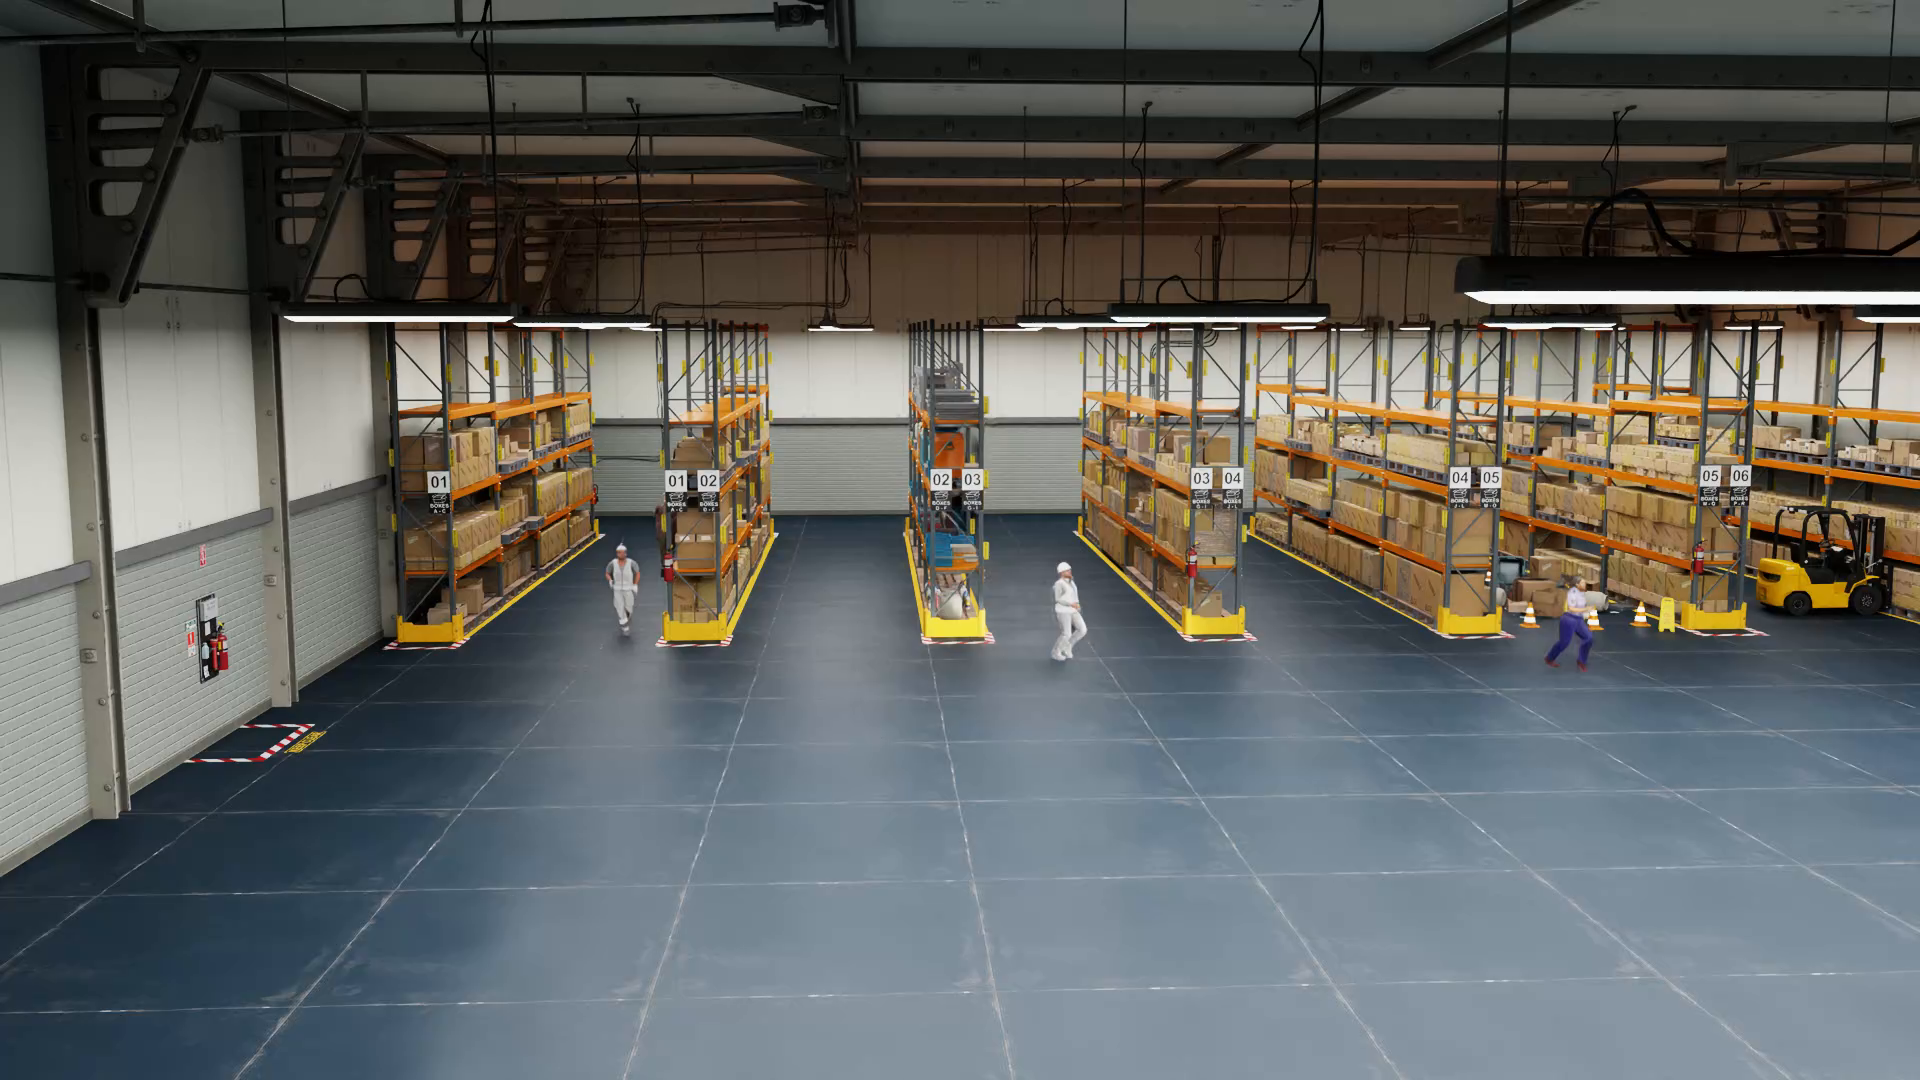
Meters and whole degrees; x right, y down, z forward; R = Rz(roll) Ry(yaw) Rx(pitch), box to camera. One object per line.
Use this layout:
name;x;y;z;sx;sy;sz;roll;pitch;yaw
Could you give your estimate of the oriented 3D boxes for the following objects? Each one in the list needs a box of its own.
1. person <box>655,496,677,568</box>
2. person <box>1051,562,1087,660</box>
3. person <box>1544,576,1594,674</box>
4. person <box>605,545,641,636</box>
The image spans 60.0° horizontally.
person;-7.204;-0.155;41.002;0.674;1.721;1.202;-1;7;-4
person;1.906;1.251;29.234;0.618;1.734;0.669;5;8;33
person;10.378;1.479;28.292;0.827;1.595;0.626;6;9;42
person;-6.427;0.960;31.695;0.660;1.744;0.614;-1;7;-5
